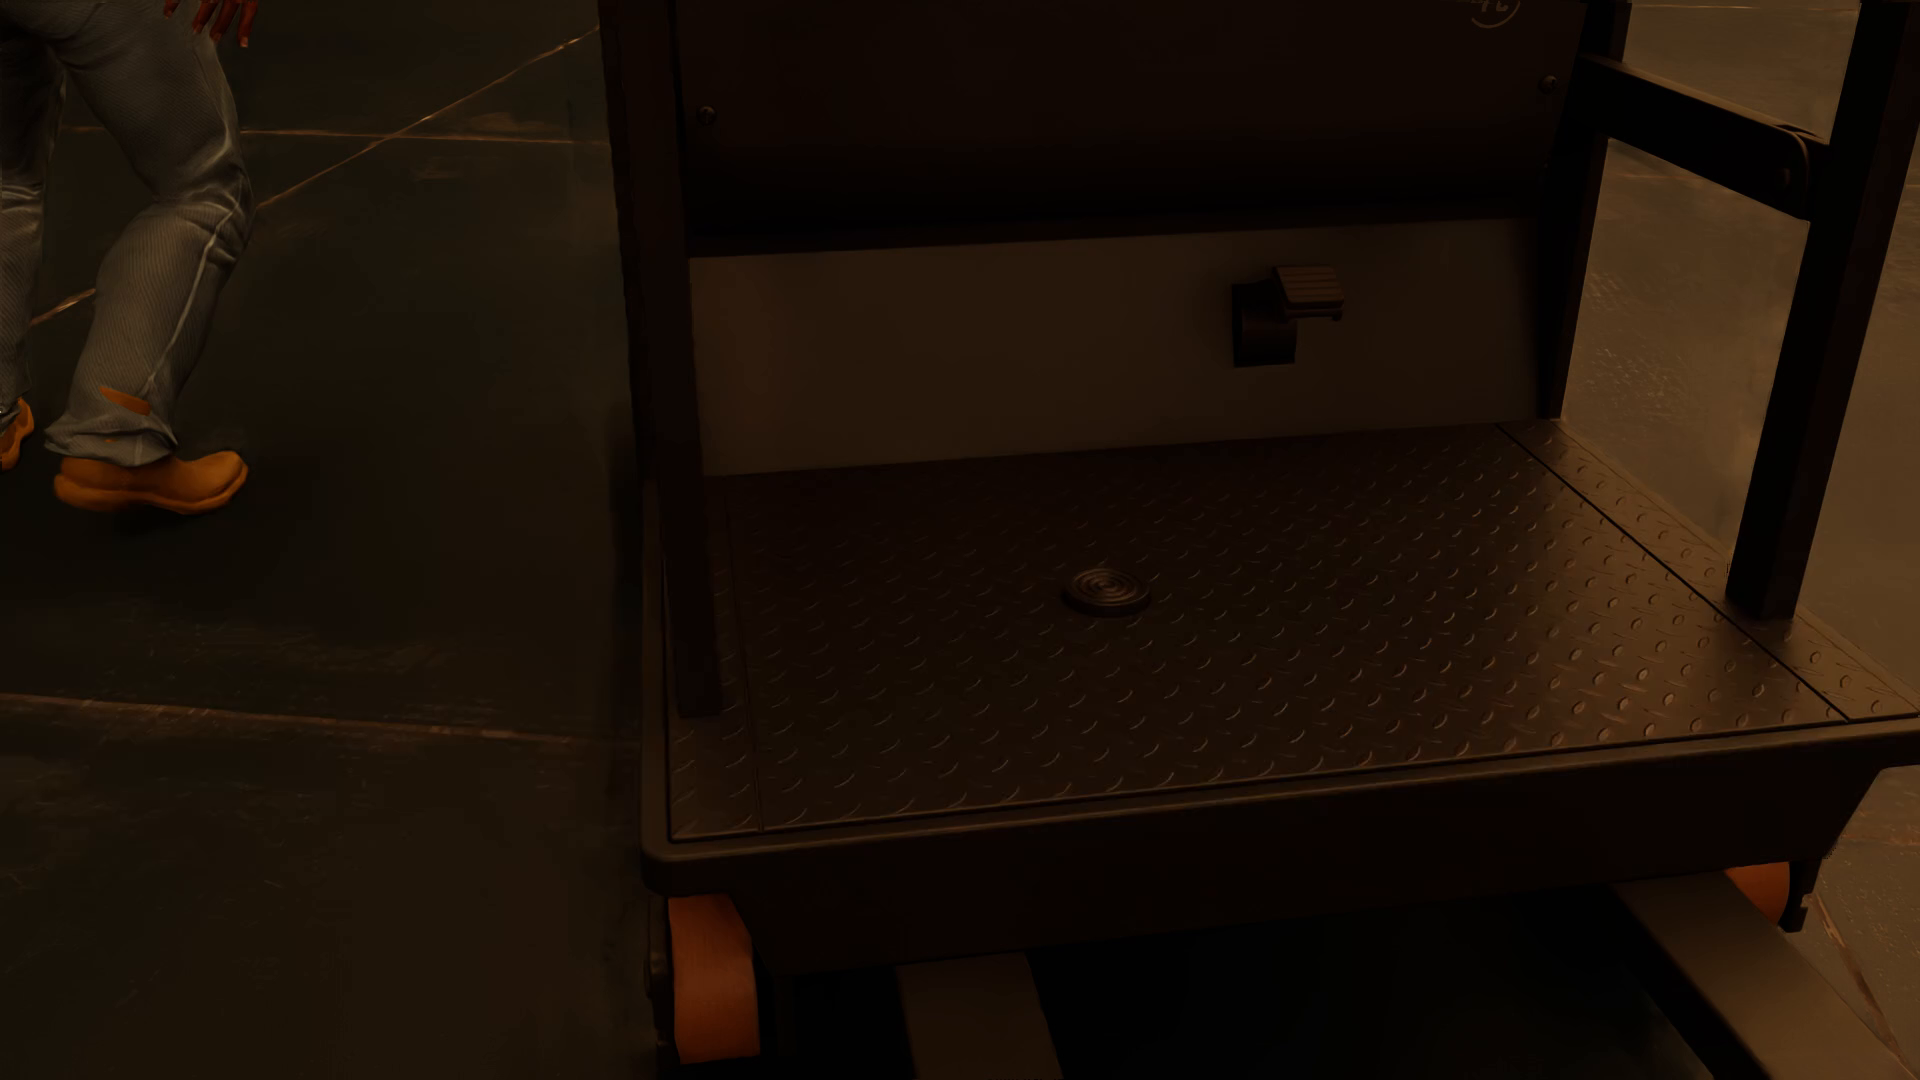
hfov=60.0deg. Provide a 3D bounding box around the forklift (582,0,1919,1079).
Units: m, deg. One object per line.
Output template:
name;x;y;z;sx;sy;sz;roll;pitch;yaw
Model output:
forklift;0.299;-1.014;1.249;1.130;2.935;3.031;-8;28;-15

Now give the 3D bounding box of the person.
person;-1.314;-0.842;2.341;0.882;1.745;0.455;12;29;23
